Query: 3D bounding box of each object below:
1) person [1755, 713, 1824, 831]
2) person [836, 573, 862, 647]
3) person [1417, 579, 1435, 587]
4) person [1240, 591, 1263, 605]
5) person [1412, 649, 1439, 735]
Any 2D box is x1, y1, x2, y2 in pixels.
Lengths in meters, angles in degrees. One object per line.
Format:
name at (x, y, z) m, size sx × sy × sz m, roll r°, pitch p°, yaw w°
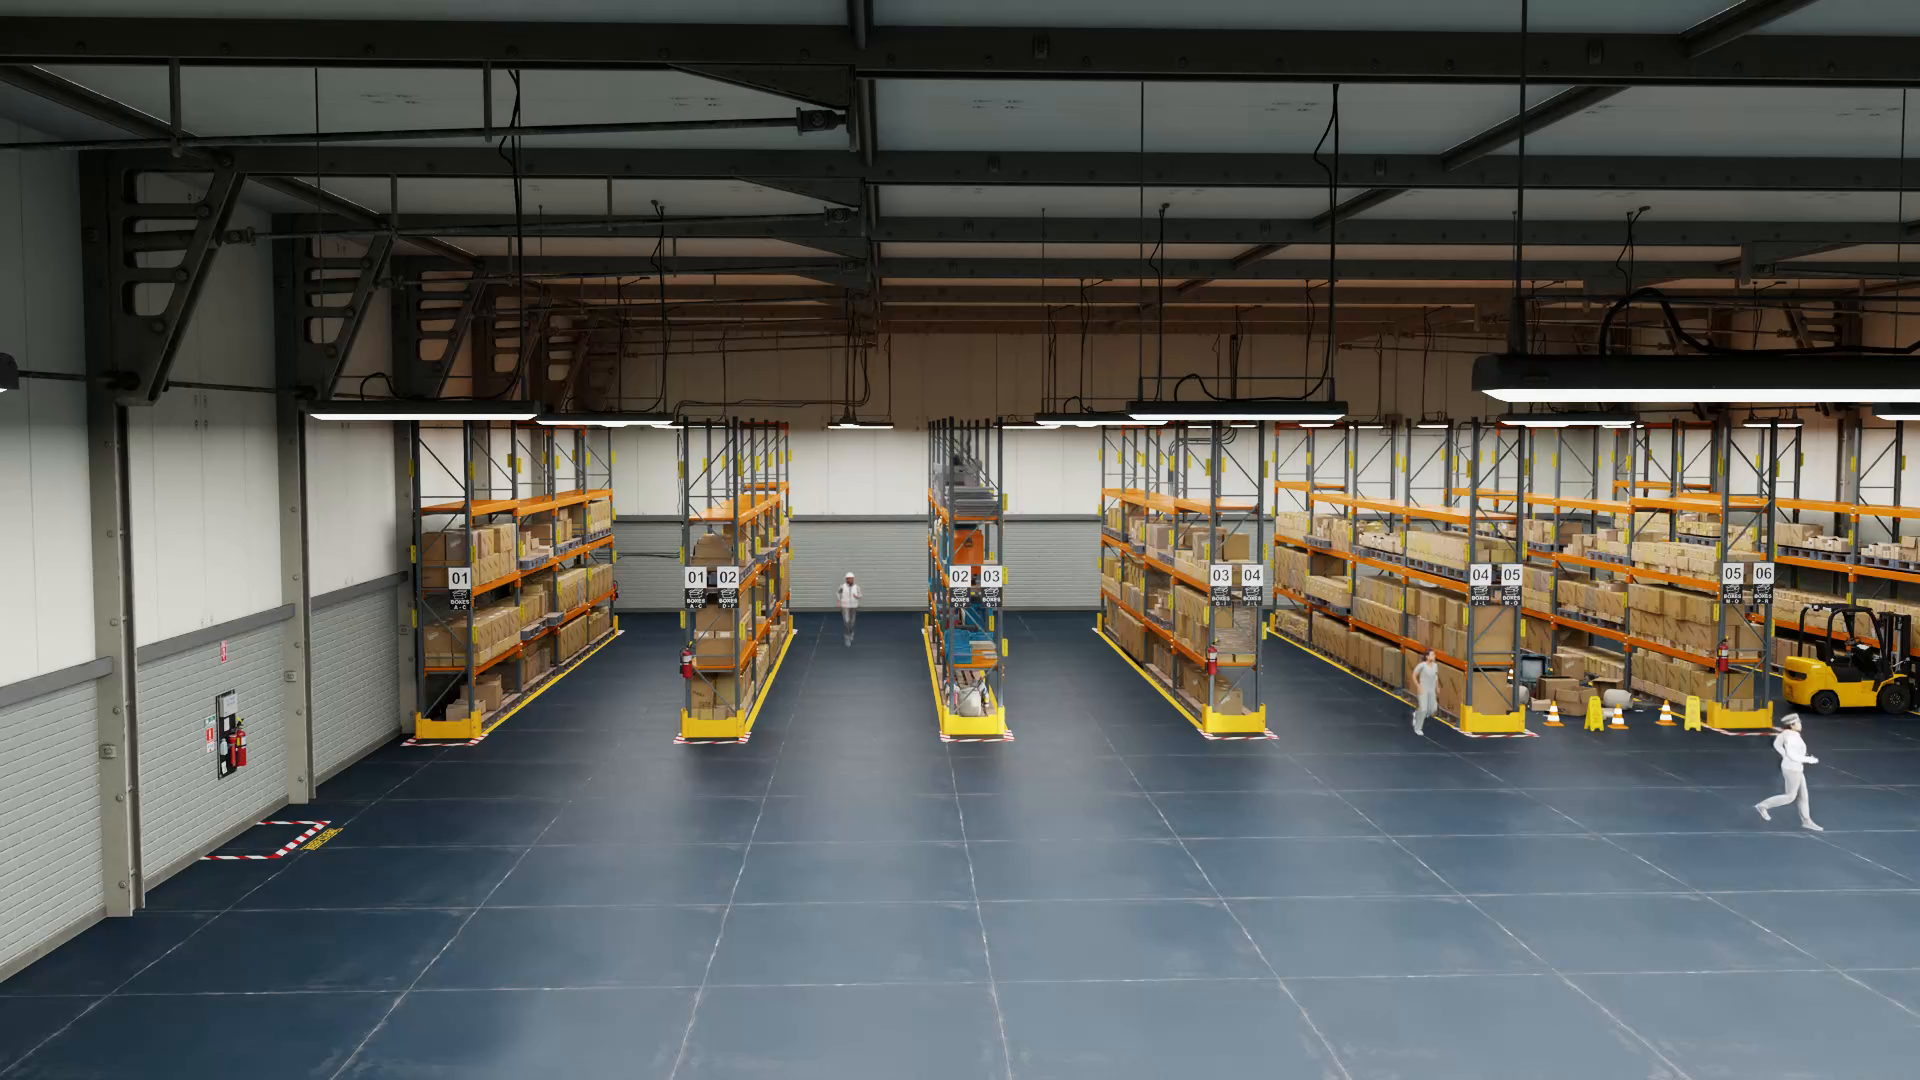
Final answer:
person at (11.925, 3.314, 23.880) m, size 0.901 × 1.693 × 0.616 m, roll 2°, pitch 4°, yaw 23°
person at (-2.831, 1.771, 42.723) m, size 0.628 × 1.873 × 0.743 m, roll -1°, pitch 4°, yaw -17°
person at (13.790, 1.647, 49.345) m, size 0.742 × 1.803 × 0.770 m, roll 0°, pitch 4°, yaw 6°
person at (7.874, 1.889, 45.013) m, size 0.676 × 1.761 × 0.863 m, roll 0°, pitch 4°, yaw 5°
person at (8.847, 2.868, 31.566) m, size 0.608 × 1.621 × 0.553 m, roll -1°, pitch 4°, yaw -19°
